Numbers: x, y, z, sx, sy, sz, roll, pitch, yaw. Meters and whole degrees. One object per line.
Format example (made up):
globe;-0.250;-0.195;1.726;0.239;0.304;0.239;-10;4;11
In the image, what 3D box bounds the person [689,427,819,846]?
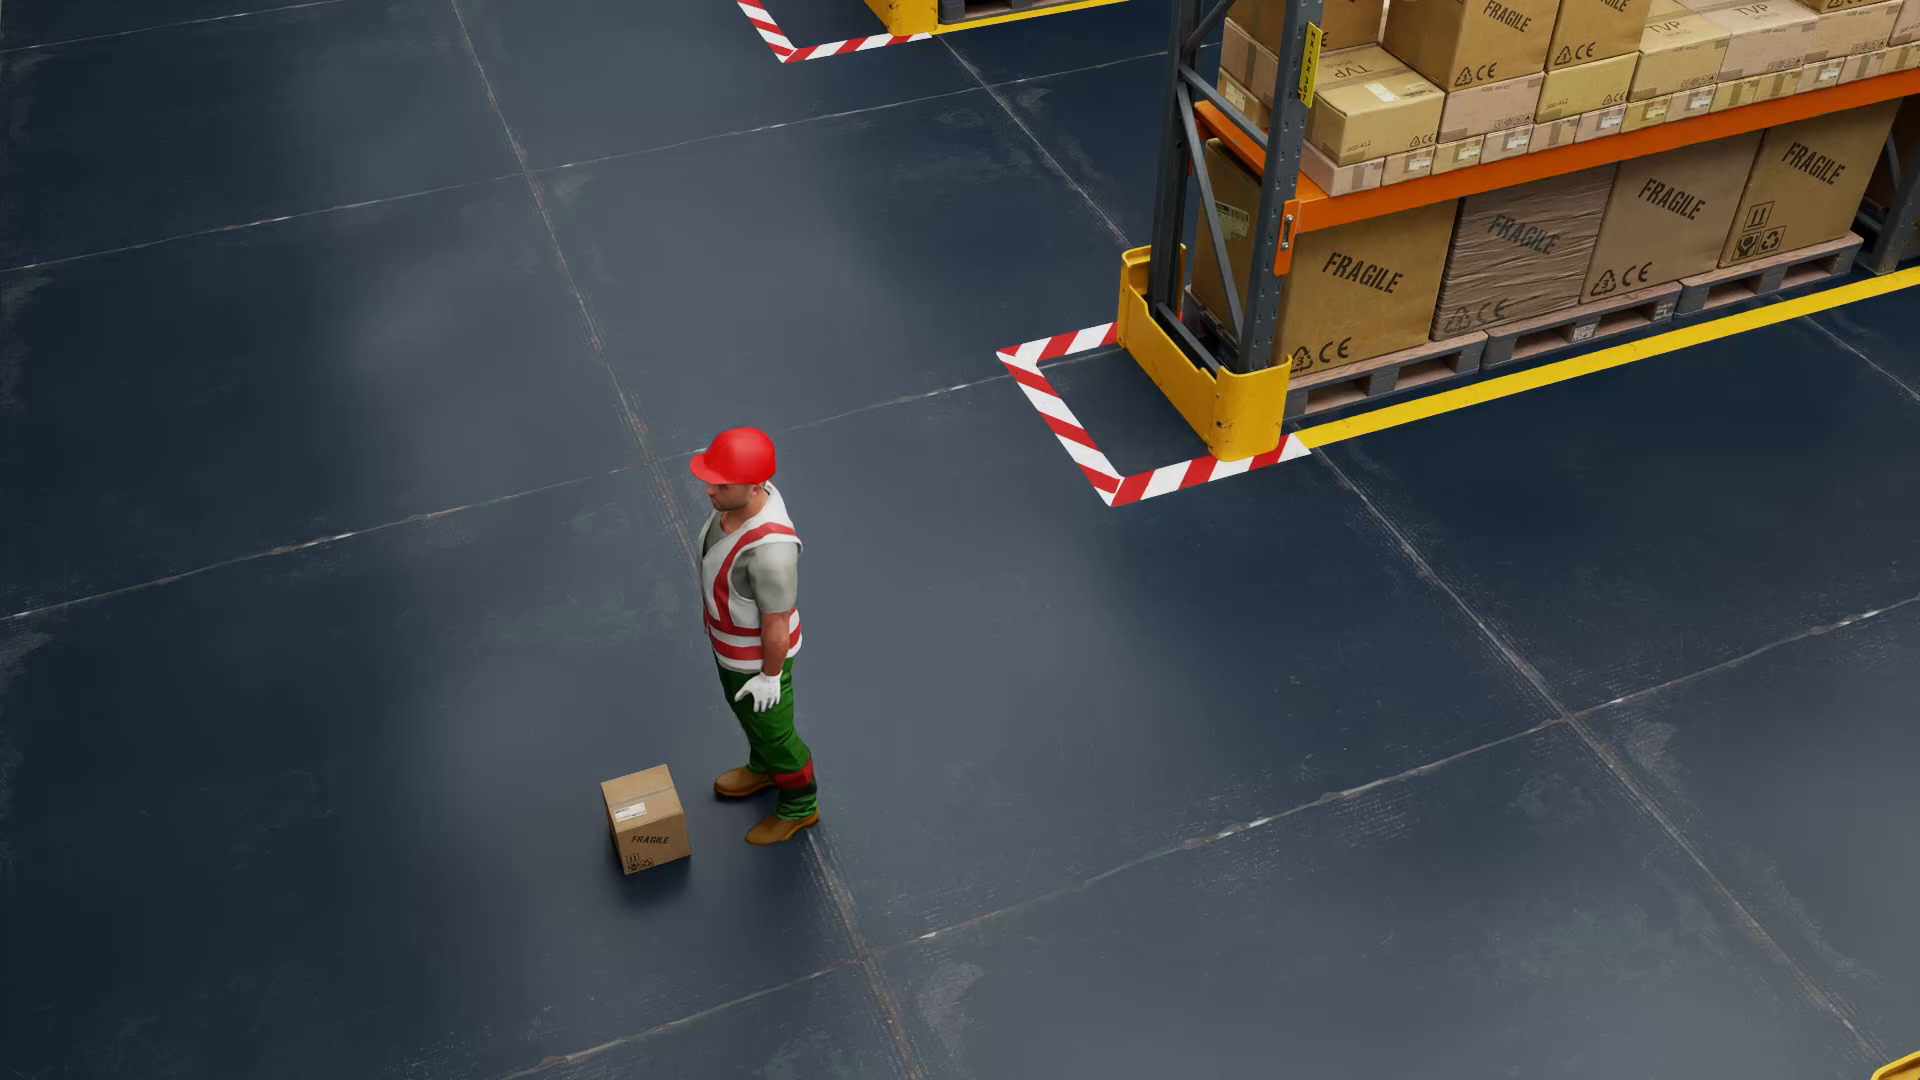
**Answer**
person;-0.725;0.352;5.757;0.361;1.810;0.525;-14;43;-16
